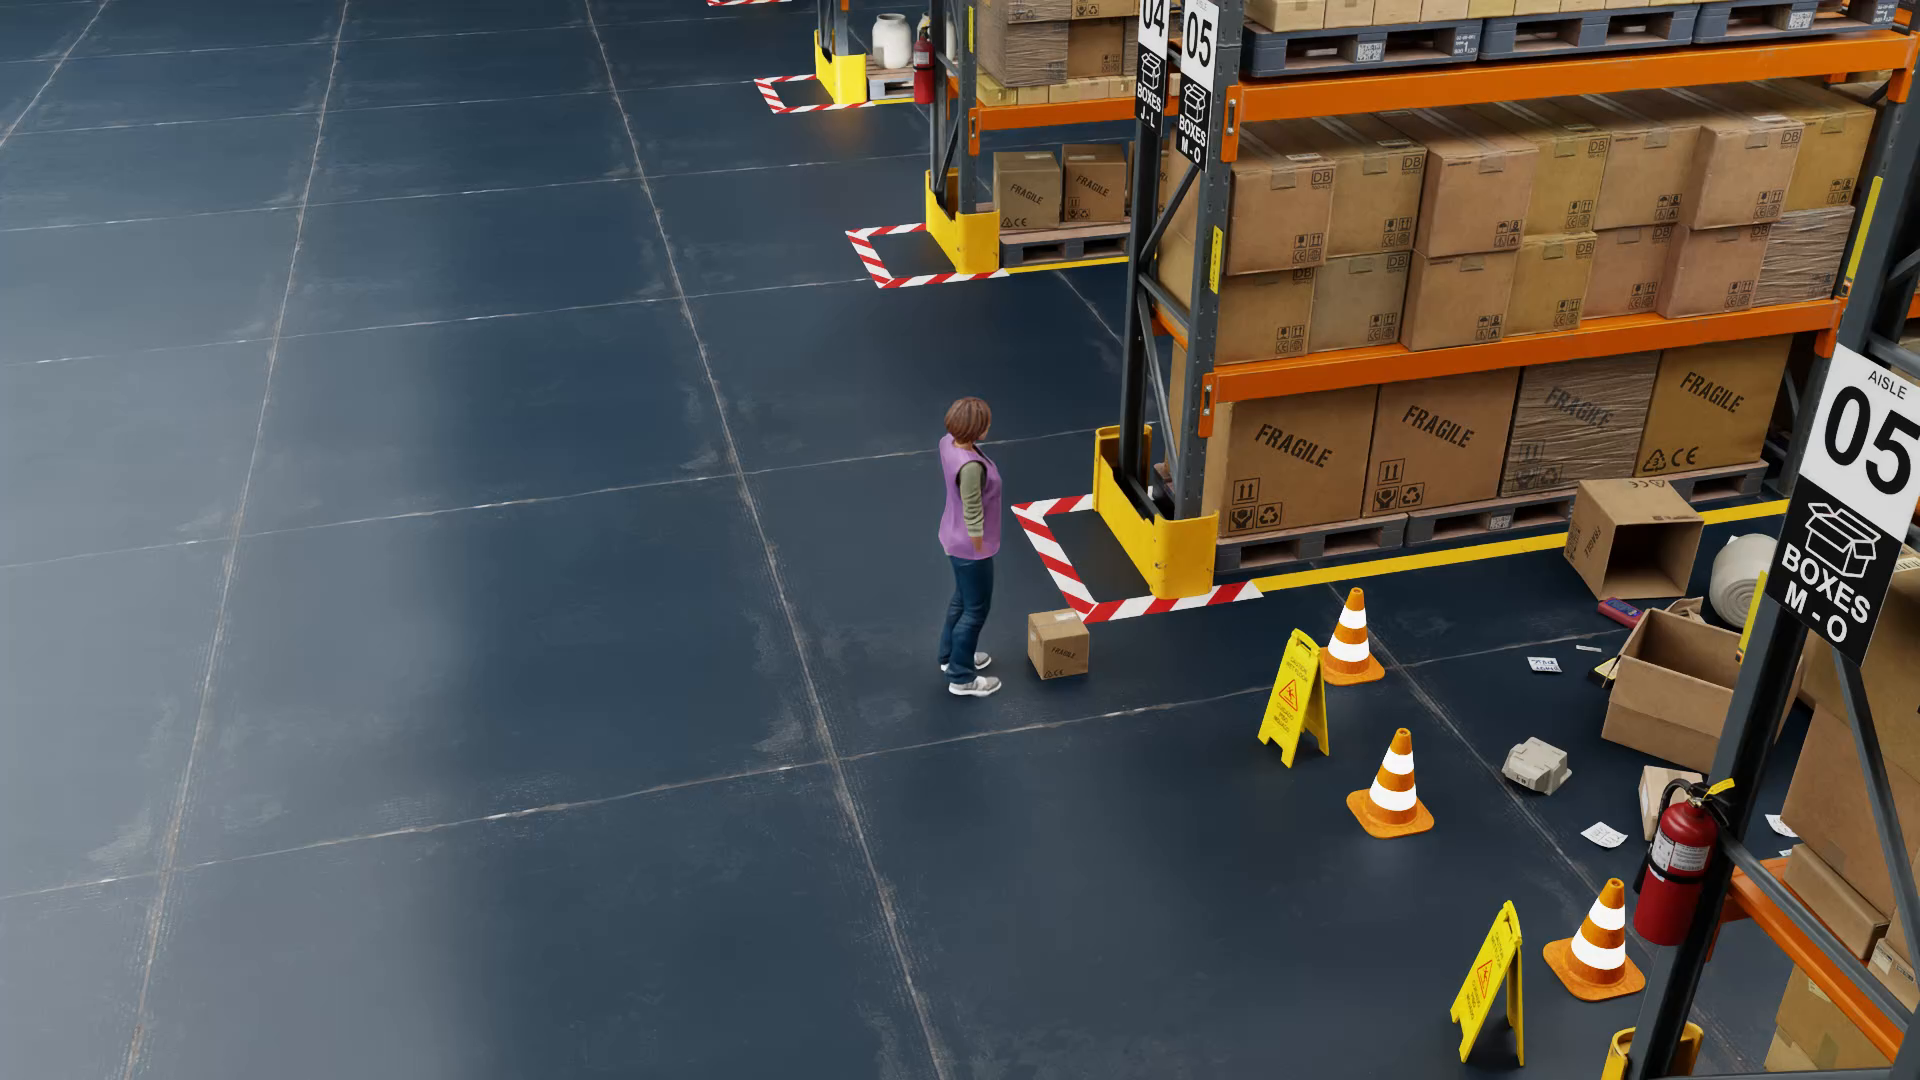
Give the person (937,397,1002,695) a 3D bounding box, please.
[{"bbox_3d":[0.043,0.021,8.209,0.310,1.597,0.406,-7,31,-12],"label":"person"}]
